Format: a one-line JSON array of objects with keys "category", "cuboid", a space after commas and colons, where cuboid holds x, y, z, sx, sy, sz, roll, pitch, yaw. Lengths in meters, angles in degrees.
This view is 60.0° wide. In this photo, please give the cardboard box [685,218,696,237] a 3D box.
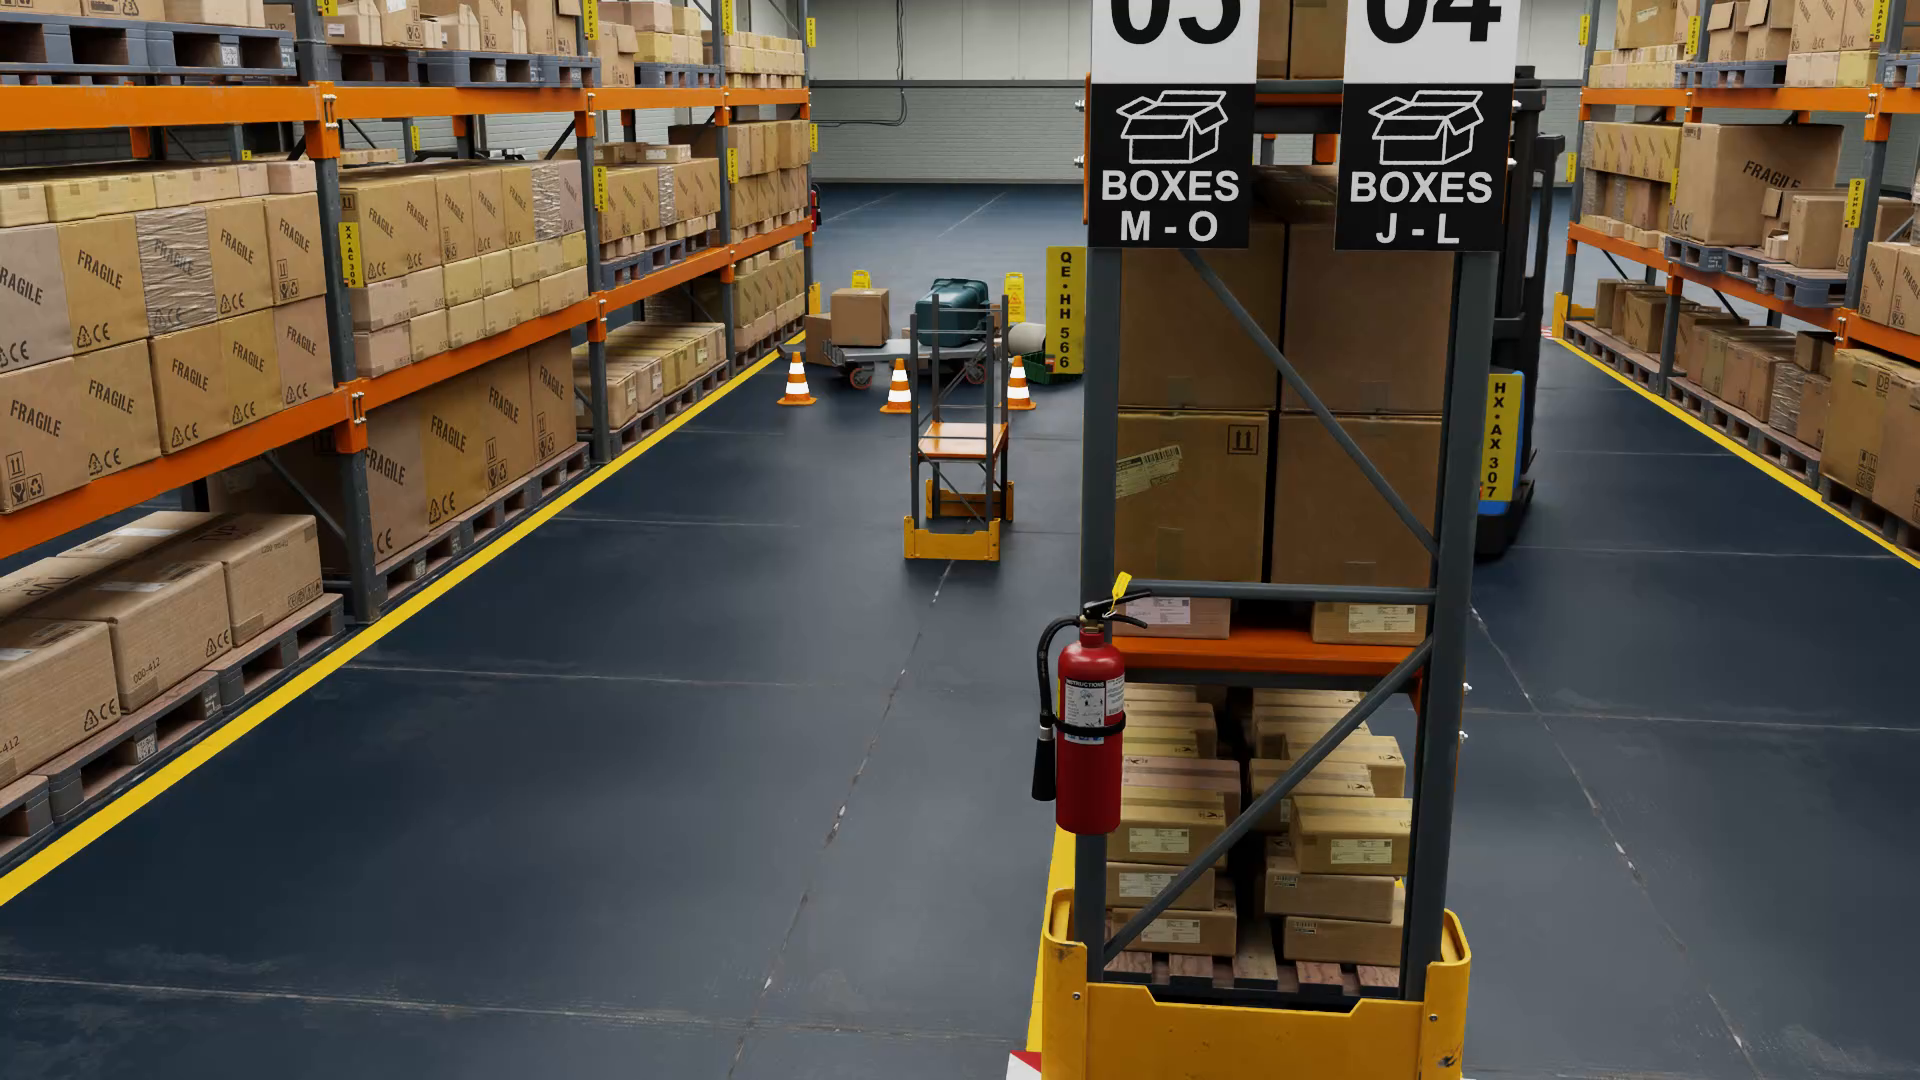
[{"category": "cardboard box", "cuboid": [-2.605, -2.826, 15.044, 0.380, 0.149, 0.250, 2, 15, 7]}]

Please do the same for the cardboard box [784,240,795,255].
[{"category": "cardboard box", "cuboid": [-2.110, -3.364, 19.138, 0.380, 0.149, 0.250, 2, 15, 8]}]

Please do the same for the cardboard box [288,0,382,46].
[{"category": "cardboard box", "cuboid": [-3.254, -2.719, 8.676, 0.396, 0.266, 0.258, 2, 15, 6]}]

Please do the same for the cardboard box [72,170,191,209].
[{"category": "cardboard box", "cuboid": [-3.556, -1.506, 7.137, 0.380, 0.149, 0.250, 2, 15, 6]}]

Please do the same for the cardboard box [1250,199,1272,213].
[{"category": "cardboard box", "cuboid": [0.682, -0.788, 5.154, 0.500, 0.500, 0.500, 1, 15, 4]}]

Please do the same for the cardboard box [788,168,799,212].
[{"category": "cardboard box", "cuboid": [-2.153, -4.039, 19.091, 0.500, 0.500, 0.500, 2, 15, 6]}]

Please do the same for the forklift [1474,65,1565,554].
[{"category": "forklift", "cuboid": [3.384, -1.670, 11.224, 1.130, 2.935, 3.031, 6, 16, 22]}]

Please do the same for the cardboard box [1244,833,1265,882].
[{"category": "cardboard box", "cuboid": [1.167, 1.056, 5.668, 0.380, 0.149, 0.250, 2, 15, 7]}]

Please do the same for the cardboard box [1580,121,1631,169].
[{"category": "cardboard box", "cuboid": [7.210, -4.374, 18.413, 0.500, 0.500, 0.500, 2, 15, 6]}]

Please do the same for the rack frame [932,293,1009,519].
[{"category": "rack frame", "cuboid": [0.067, -0.878, 11.036, 0.500, 1.500, 0.032, 2, 15, 6]}]

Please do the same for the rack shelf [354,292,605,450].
[{"category": "rack shelf", "cuboid": [-3.433, -1.185, 10.675, 1.077, 0.370, 4.000, 2, 15, 6]}]

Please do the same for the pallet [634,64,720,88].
[{"category": "pallet", "cuboid": [-2.931, -4.289, 15.389, 1.213, 0.211, 1.003, 2, 15, 6]}]

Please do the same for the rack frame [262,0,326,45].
[{"category": "rack frame", "cuboid": [-3.658, -3.909, 7.880, 1.000, 3.000, 0.127, 2, 15, 6]}]

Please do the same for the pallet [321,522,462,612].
[{"category": "pallet", "cuboid": [-3.646, 0.130, 9.775, 1.003, 0.211, 1.213, 2, 15, 6]}]

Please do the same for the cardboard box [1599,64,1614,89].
[{"category": "cardboard box", "cuboid": [7.179, -4.958, 17.792, 0.500, 0.250, 0.500, 1, 15, 5]}]

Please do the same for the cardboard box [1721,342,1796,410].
[{"category": "cardboard box", "cuboid": [6.865, -1.375, 13.947, 0.700, 0.500, 0.500, 0, 15, 1]}]

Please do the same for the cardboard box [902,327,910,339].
[{"category": "cardboard box", "cuboid": [-0.445, -2.350, 19.069, 0.380, 0.149, 0.250, 11, 19, 35]}]

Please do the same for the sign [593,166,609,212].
[{"category": "sign", "cuboid": [-2.655, -2.594, 12.291, 0.100, 0.325, 0.005, 2, 15, 6]}]

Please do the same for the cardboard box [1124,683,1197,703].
[{"category": "cardboard box", "cuboid": [0.684, 0.614, 6.161, 0.380, 0.149, 0.250, 2, 15, 8]}]

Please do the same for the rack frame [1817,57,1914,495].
[{"category": "rack frame", "cuboid": [6.640, -1.759, 11.420, 1.000, 3.000, 0.127, 2, 15, 6]}]

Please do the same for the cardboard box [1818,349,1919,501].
[{"category": "cardboard box", "cuboid": [6.541, -0.758, 10.983, 1.225, 0.875, 0.875, 1, 15, 4]}]

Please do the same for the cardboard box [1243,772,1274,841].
[{"category": "cardboard box", "cuboid": [1.161, 0.910, 5.638, 0.380, 0.149, 0.250, 2, 15, 7]}]

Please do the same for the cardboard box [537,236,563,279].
[{"category": "cardboard box", "cuboid": [-3.063, -1.954, 11.470, 0.500, 0.250, 0.500, 1, 15, 5]}]

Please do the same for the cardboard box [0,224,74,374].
[{"category": "cardboard box", "cuboid": [-3.671, -0.891, 6.103, 0.500, 0.500, 0.500, 2, 15, 6]}]

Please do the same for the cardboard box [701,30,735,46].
[{"category": "cardboard box", "cuboid": [-2.396, -4.872, 16.140, 0.380, 0.149, 0.250, 1, 15, 5]}]

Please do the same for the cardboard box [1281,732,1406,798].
[{"category": "cardboard box", "cuboid": [1.284, 0.767, 5.595, 0.380, 0.149, 0.250, 2, 15, 6]}]

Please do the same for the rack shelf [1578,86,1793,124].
[{"category": "rack shelf", "cuboid": [7.317, -4.416, 16.878, 1.077, 0.370, 4.000, 2, 15, 6]}]

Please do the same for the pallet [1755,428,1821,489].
[{"category": "pallet", "cuboid": [6.729, -0.615, 12.534, 1.003, 0.211, 1.213, 2, 15, 6]}]

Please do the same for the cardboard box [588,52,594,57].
[{"category": "cardboard box", "cuboid": [-2.974, -3.577, 12.654, 0.396, 0.266, 0.258, 2, 15, 6]}]

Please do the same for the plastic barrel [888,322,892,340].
[{"category": "plastic barrel", "cuboid": [-1.033, -2.302, 18.363, 0.421, 0.421, 0.512, -14, 20, -42]}]

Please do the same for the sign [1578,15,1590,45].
[{"category": "sign", "cuboid": [7.003, -5.720, 18.647, 0.100, 0.325, 0.005, 2, 15, 6]}]

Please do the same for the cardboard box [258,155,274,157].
[{"category": "cardboard box", "cuboid": [-7.776, -4.161, 18.301, 0.380, 0.149, 0.250, 2, 15, 6]}]

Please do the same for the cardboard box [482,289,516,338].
[{"category": "cardboard box", "cuboid": [-3.150, -1.443, 10.541, 0.500, 0.250, 0.500, 1, 15, 5]}]

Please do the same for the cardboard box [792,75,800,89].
[{"category": "cardboard box", "cuboid": [-2.062, -5.286, 19.200, 0.380, 0.149, 0.250, 2, 15, 7]}]

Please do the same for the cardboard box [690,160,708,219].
[{"category": "cardboard box", "cuboid": [-2.634, -3.228, 15.286, 0.500, 0.500, 0.500, 2, 15, 7]}]

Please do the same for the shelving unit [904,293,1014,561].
[{"category": "shelving unit", "cuboid": [0.009, -0.744, 10.539, 0.587, 1.500, 1.083, 2, 15, 6]}]

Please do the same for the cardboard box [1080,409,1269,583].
[{"category": "cardboard box", "cuboid": [0.615, -0.172, 4.791, 0.500, 0.500, 0.500, 2, 15, 7]}]

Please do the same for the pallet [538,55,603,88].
[{"category": "pallet", "cuboid": [-3.227, -3.239, 11.510, 1.213, 0.211, 1.003, 2, 15, 9]}]

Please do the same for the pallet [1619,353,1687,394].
[{"category": "pallet", "cuboid": [7.132, -1.625, 16.269, 1.003, 0.211, 1.213, 2, 15, 6]}]

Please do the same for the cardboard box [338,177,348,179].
[{"category": "cardboard box", "cuboid": [-3.806, -1.802, 9.473, 0.500, 0.500, 0.500, 2, 15, 7]}]

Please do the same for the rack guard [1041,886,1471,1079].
[{"category": "rack guard", "cuboid": [0.829, 1.331, 4.783, 1.175, 0.500, 0.348, 2, 15, 6]}]

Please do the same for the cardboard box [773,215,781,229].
[{"category": "cardboard box", "cuboid": [-2.209, -3.567, 18.590, 0.380, 0.149, 0.250, 2, 15, 6]}]

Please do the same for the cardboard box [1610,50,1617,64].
[{"category": "cardboard box", "cuboid": [7.149, -5.135, 17.683, 0.380, 0.149, 0.250, 2, 15, 9]}]

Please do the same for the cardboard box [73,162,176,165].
[{"category": "cardboard box", "cuboid": [-3.965, -1.716, 7.913, 0.380, 0.149, 0.250, 2, 15, 7]}]

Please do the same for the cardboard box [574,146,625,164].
[{"category": "cardboard box", "cuboid": [-3.180, -3.400, 14.679, 0.380, 0.149, 0.250, 3, 15, 9]}]

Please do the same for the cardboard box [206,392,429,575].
[{"category": "cardboard box", "cuboid": [-3.668, -0.354, 9.489, 0.875, 0.875, 0.875, 2, 15, 8]}]

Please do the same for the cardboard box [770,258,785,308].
[{"category": "cardboard box", "cuboid": [-2.255, -2.881, 18.598, 0.500, 0.500, 0.500, 1, 15, 5]}]

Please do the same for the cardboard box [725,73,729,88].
[{"category": "cardboard box", "cuboid": [-2.474, -4.489, 16.253, 0.380, 0.149, 0.250, 1, 15, 5]}]

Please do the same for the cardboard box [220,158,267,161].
[{"category": "cardboard box", "cuboid": [-7.435, -3.883, 17.273, 0.380, 0.149, 0.250, 2, 15, 7]}]

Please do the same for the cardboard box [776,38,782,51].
[{"category": "cardboard box", "cuboid": [-2.207, -5.544, 18.626, 0.380, 0.149, 0.250, 2, 15, 7]}]

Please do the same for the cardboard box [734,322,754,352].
[{"category": "cardboard box", "cuboid": [-2.421, -2.109, 17.177, 0.500, 0.250, 0.500, 1, 15, 4]}]

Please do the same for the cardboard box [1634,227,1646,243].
[{"category": "cardboard box", "cuboid": [7.014, -3.062, 16.722, 0.380, 0.149, 0.250, 2, 15, 6]}]

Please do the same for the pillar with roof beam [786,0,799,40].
[{"category": "pillar with roof beam", "cuboid": [-0.548, -14.667, 47.664, 9.100, 9.000, 0.400, 2, 15, 6]}]

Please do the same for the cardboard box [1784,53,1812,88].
[{"category": "cardboard box", "cuboid": [6.552, -3.524, 12.490, 0.500, 0.250, 0.500, 2, 15, 8]}]

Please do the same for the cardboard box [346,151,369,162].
[{"category": "cardboard box", "cuboid": [-7.169, -4.481, 19.483, 0.380, 0.149, 0.250, 2, 15, 7]}]

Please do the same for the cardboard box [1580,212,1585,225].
[{"category": "cardboard box", "cuboid": [7.273, -3.646, 18.879, 0.380, 0.149, 0.250, 2, 15, 6]}]

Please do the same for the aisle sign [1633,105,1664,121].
[{"category": "aisle sign", "cuboid": [7.847, -5.096, 18.781, 0.394, 0.787, 0.004, 2, 15, 6]}]
